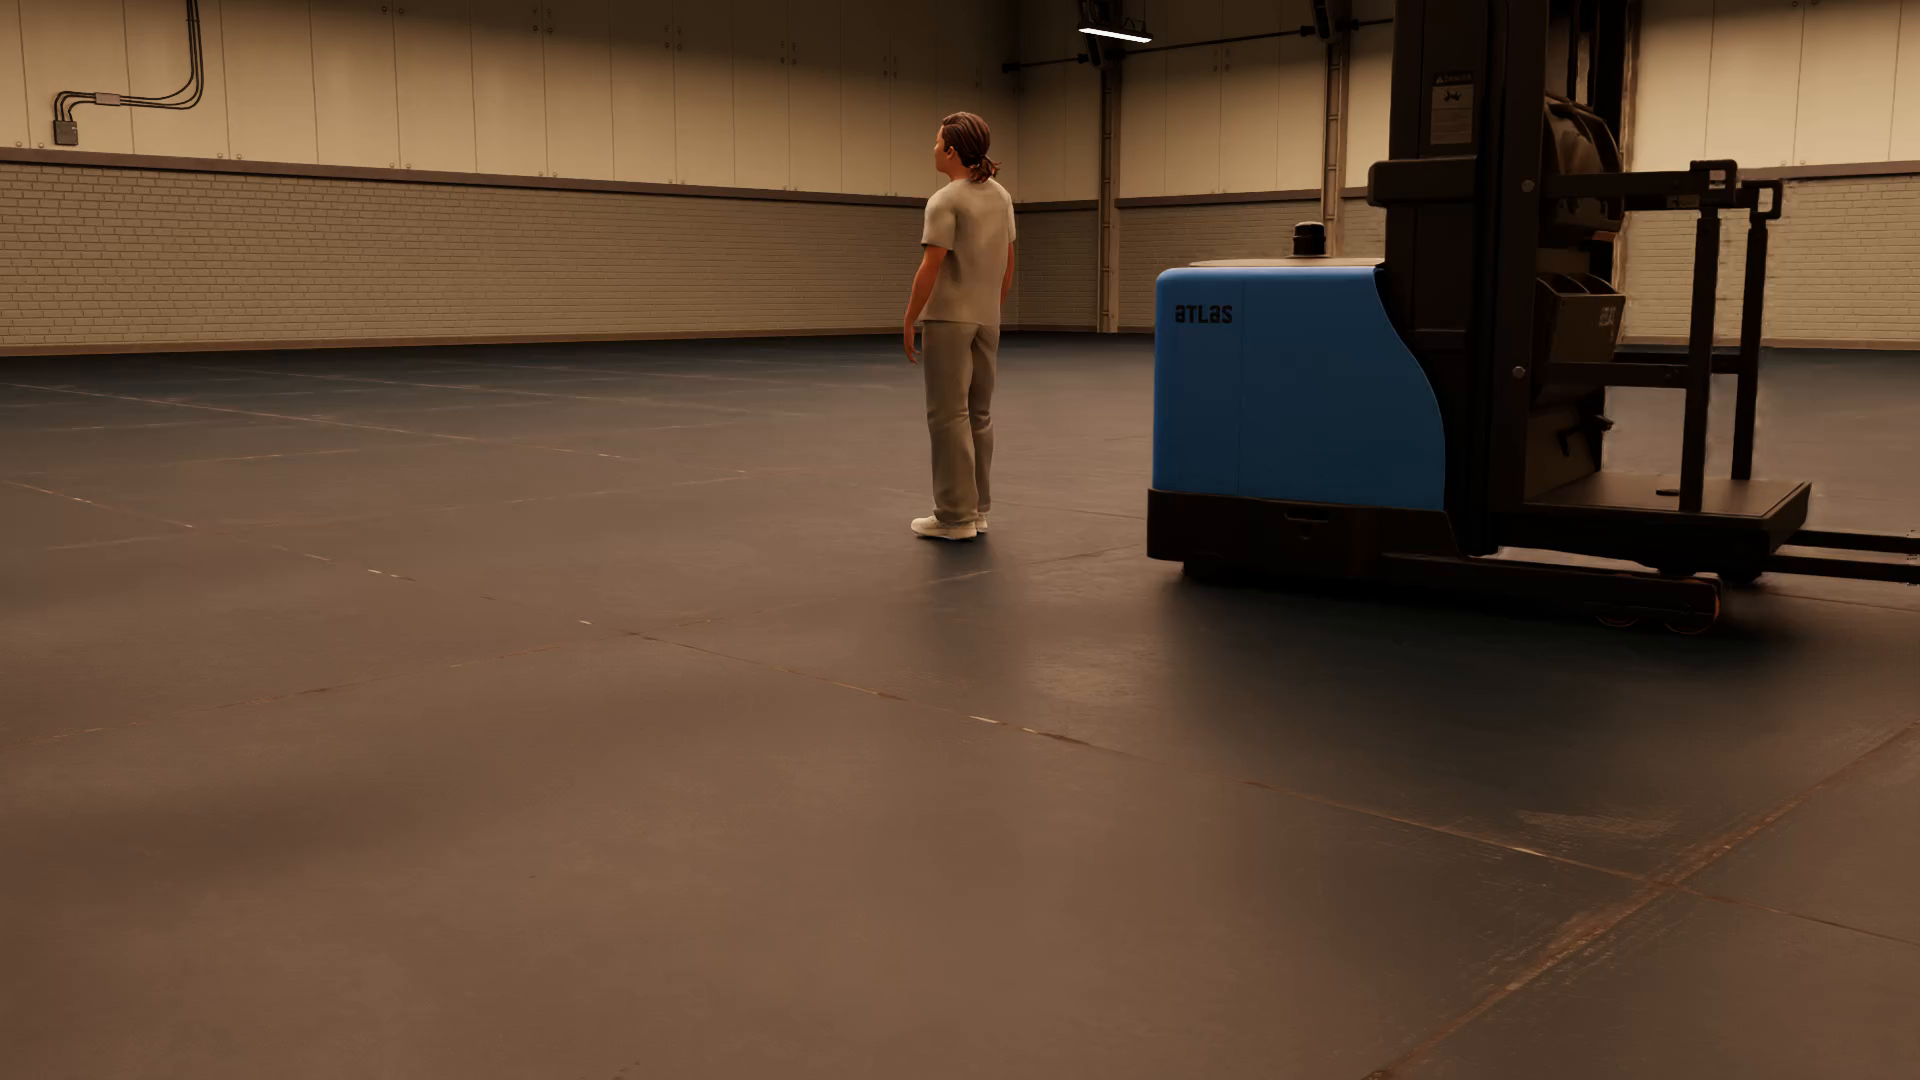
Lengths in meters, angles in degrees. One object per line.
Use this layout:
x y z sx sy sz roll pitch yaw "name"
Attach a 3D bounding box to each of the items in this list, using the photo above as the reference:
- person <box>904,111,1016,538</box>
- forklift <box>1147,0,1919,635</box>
-0.044 -0.845 6.652 0.548 1.673 0.550 8 12 43 "person"
2.176 -1.260 5.243 3.031 2.935 1.130 5 10 32 "forklift"
